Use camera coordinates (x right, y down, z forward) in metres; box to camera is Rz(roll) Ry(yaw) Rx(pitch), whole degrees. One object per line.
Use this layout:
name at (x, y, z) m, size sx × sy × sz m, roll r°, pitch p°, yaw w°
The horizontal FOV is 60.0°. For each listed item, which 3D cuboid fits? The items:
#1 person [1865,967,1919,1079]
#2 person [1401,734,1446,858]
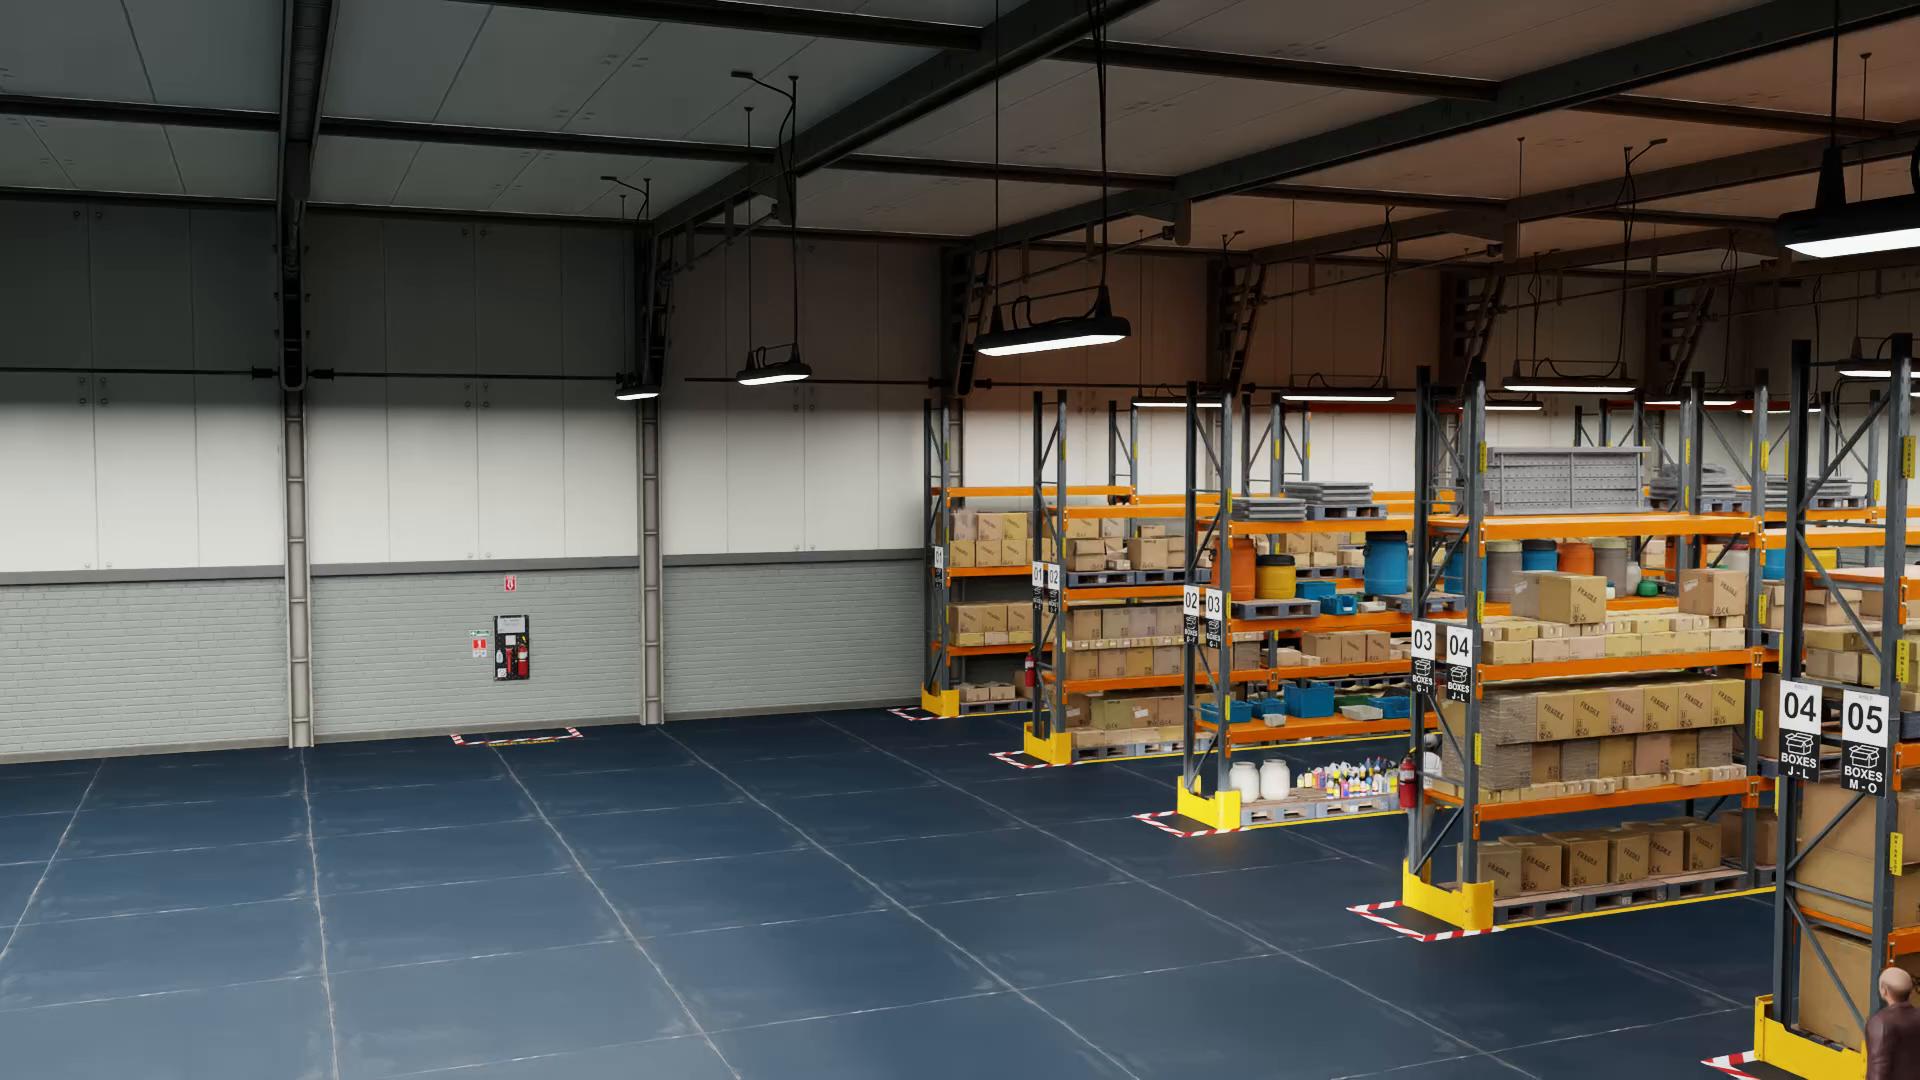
person at (6.086, 3.635, 10.830) m, size 0.604 × 1.717 × 1.063 m, roll 0°, pitch 3°, yaw -5°
person at (5.557, 3.185, 19.982) m, size 0.573 × 1.705 × 0.503 m, roll -3°, pitch 4°, yaw -41°
